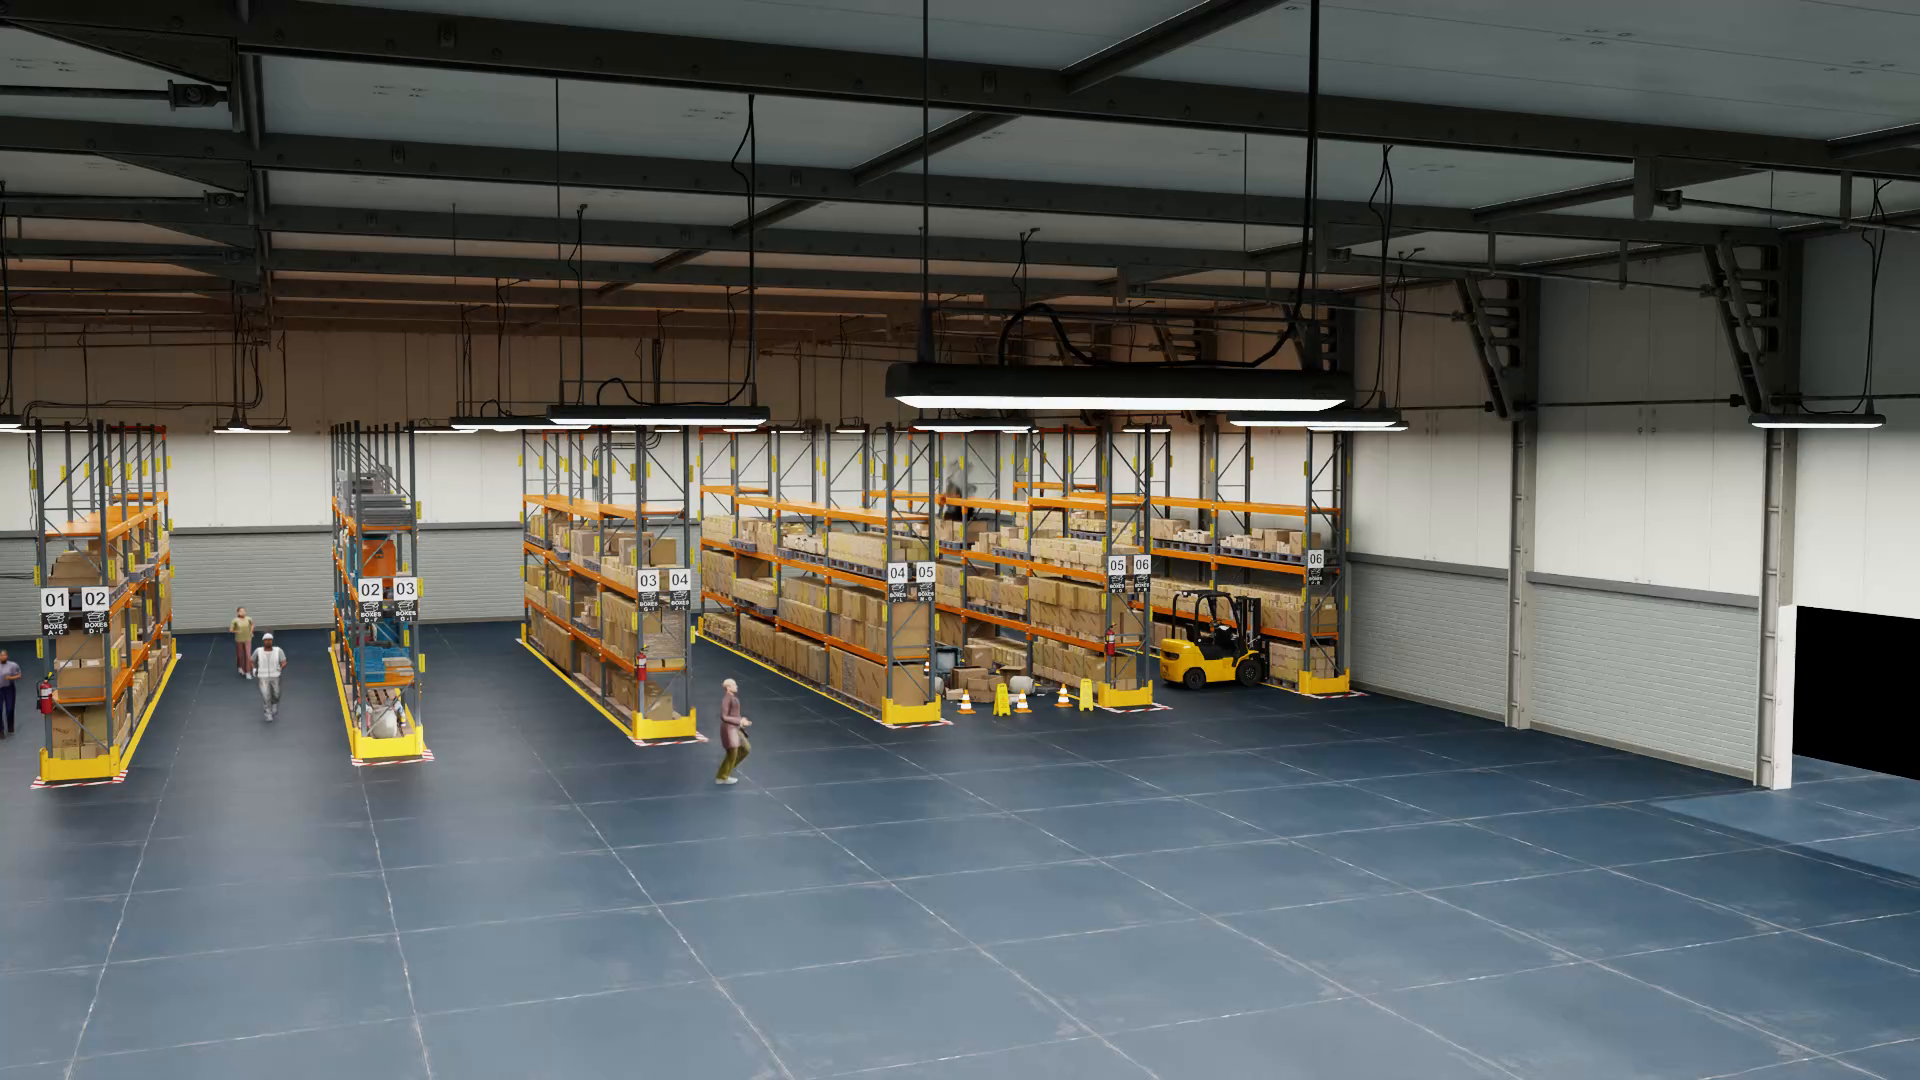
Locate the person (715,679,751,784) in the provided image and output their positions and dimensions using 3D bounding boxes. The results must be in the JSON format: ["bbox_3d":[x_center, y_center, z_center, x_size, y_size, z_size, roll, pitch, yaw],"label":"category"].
[{"bbox_3d":[-3.707,3.135,27.290,0.654,1.735,0.682,0,4,6],"label":"person"}]

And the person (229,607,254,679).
[{"bbox_3d":[-16.999,2.415,39.399,0.576,1.684,0.955,-2,4,-32],"label":"person"}]

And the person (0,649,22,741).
[{"bbox_3d":[-18.174,2.923,31.636,0.580,1.676,0.855,-2,4,-29],"label":"person"}]

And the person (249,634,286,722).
[{"bbox_3d":[-13.929,2.758,33.493,0.694,1.748,0.804,-2,4,-27],"label":"person"}]
